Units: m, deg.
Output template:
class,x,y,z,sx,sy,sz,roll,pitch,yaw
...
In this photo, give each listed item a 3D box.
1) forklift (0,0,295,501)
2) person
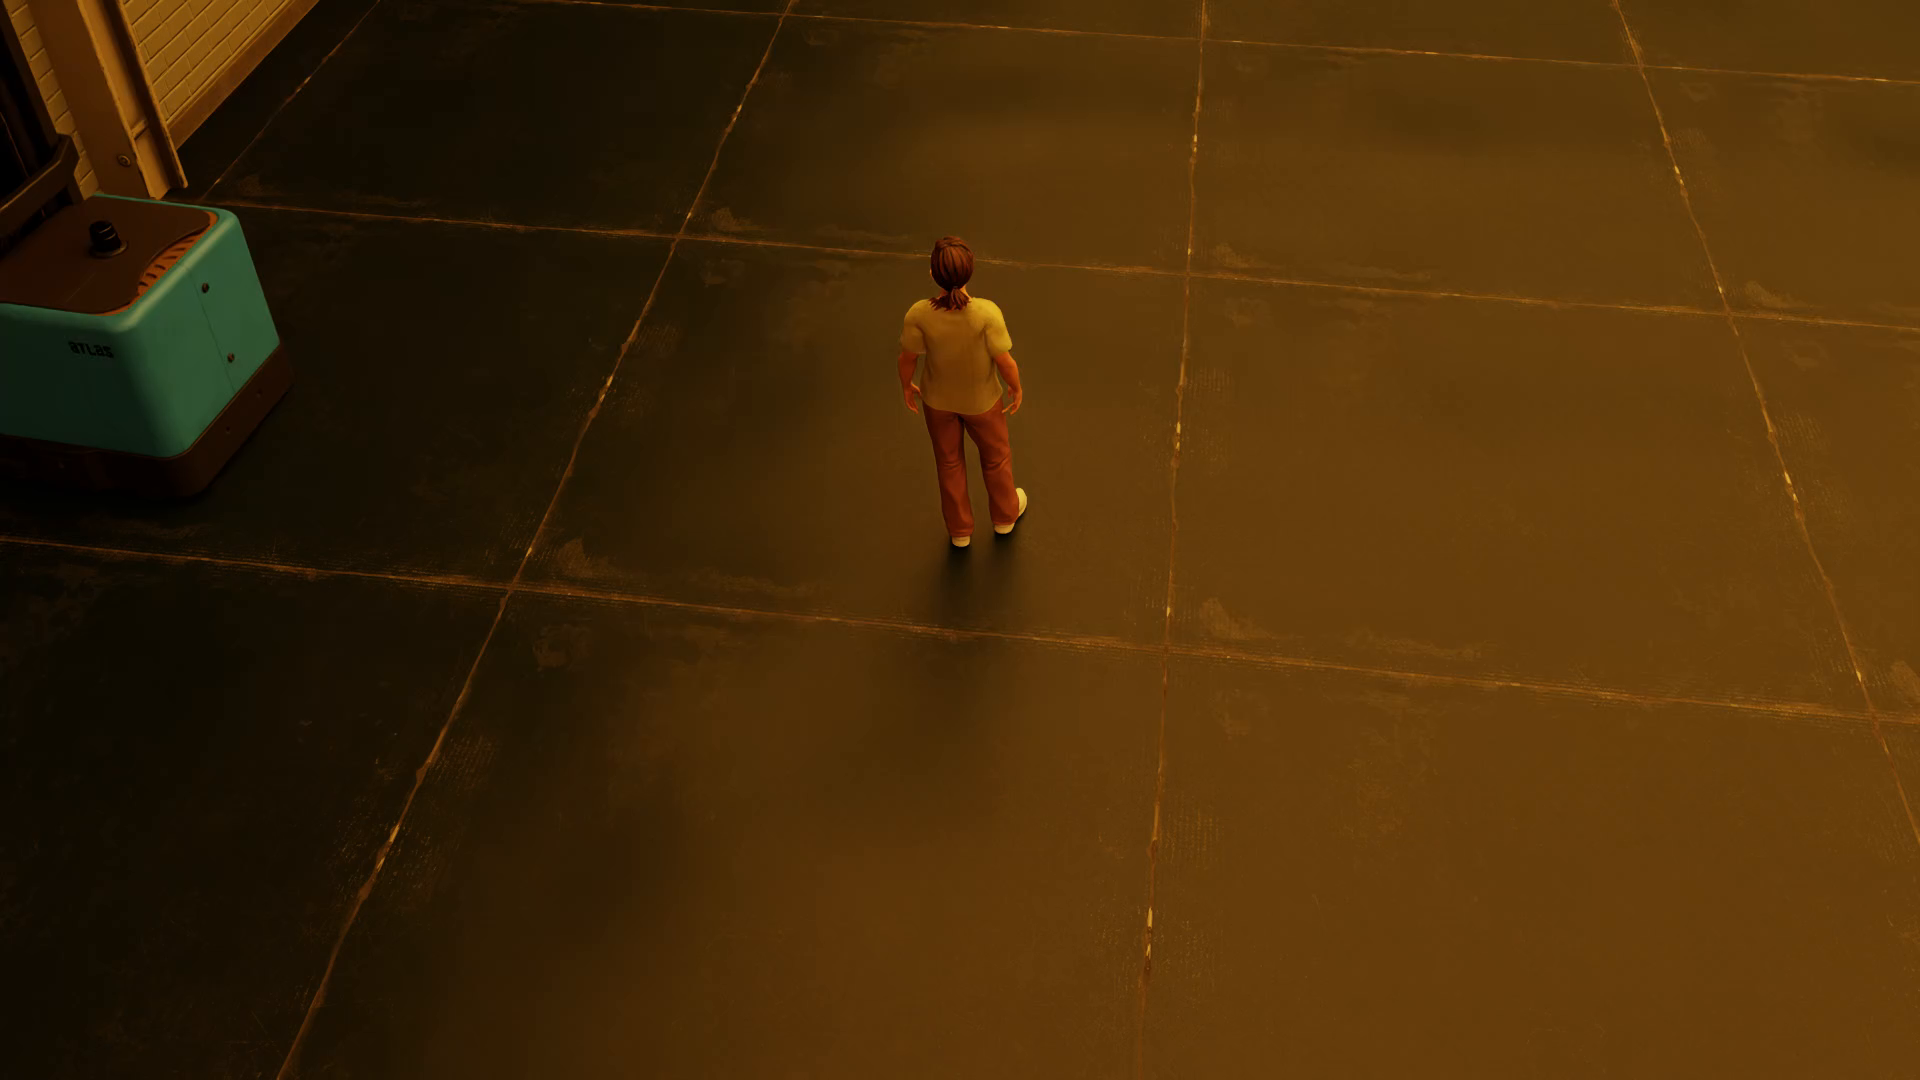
class,x,y,z,sx,sy,sz,roll,pitch,yaw
forklift,-5.047,-1.778,7.660,3.031,2.935,1.130,8,43,9
person,0.021,-0.671,7.372,0.553,1.675,0.549,5,43,6
